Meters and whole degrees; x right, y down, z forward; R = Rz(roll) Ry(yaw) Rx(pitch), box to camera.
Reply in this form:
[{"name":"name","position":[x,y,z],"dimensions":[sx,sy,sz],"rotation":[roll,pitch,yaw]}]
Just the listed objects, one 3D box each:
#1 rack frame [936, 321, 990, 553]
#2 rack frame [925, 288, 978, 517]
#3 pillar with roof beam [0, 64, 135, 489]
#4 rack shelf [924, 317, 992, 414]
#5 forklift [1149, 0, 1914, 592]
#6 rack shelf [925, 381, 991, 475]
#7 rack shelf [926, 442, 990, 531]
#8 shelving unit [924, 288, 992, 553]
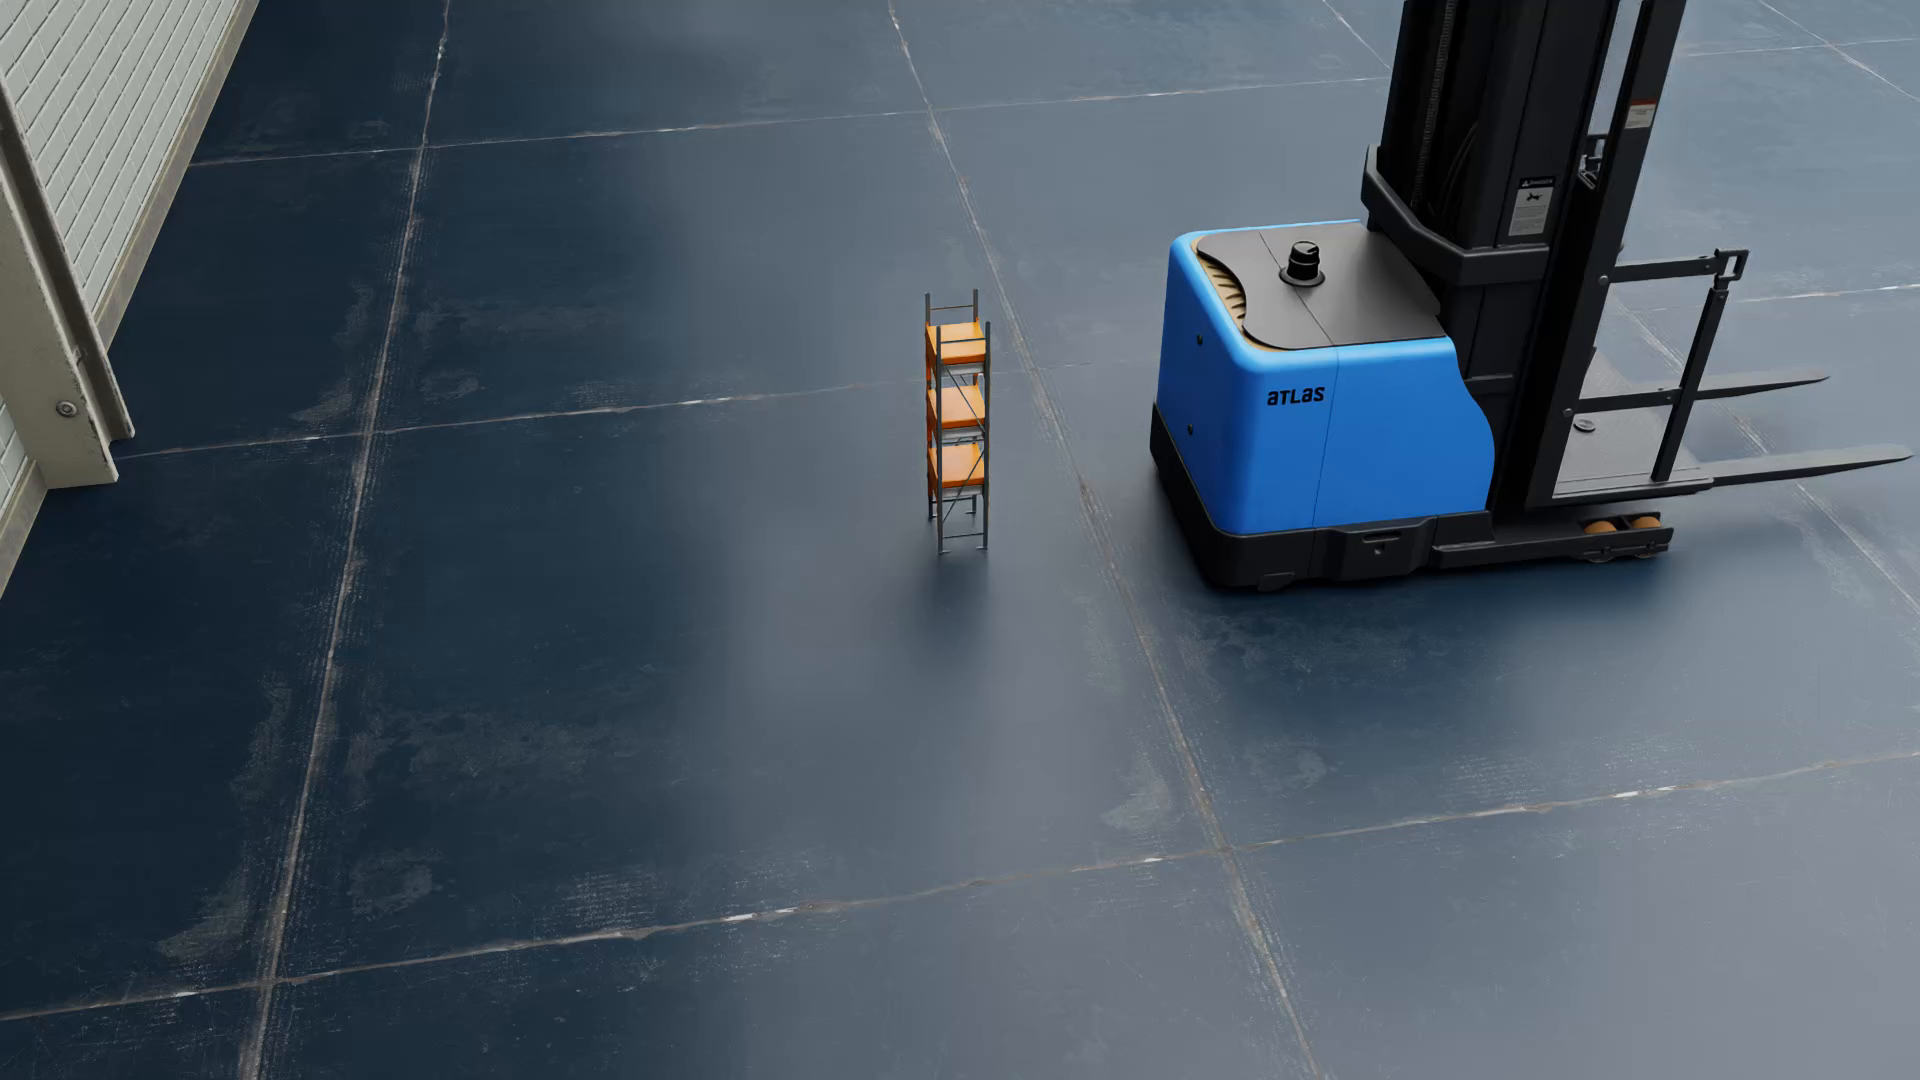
[{"name":"rack frame","position":[0.012,-0.373,6.375],"dimensions":[0.200,1.050,0.008],"rotation":[-6,38,-8]},{"name":"rack frame","position":[-0.031,-0.521,6.564],"dimensions":[0.200,1.050,0.008],"rotation":[-6,38,-8]},{"name":"pillar with roof beam","position":[0.465,-4.365,5.034],"dimensions":[9.100,9.000,0.400],"rotation":[-6,38,-8]},{"name":"rack shelf","position":[-0.009,-0.663,6.302],"dimensions":[0.215,0.259,0.240],"rotation":[-6,38,-8]},{"name":"forklift","position":[2.378,-1.381,6.139],"dimensions":[3.031,2.935,1.130],"rotation":[-6,38,-7]},{"name":"rack shelf","position":[-0.009,-0.439,6.476],"dimensions":[0.215,0.259,0.240],"rotation":[-6,38,-8]},{"name":"rack shelf","position":[-0.009,-0.219,6.647],"dimensions":[0.215,0.259,0.240],"rotation":[-6,38,-8]},{"name":"shelving unit","position":[-0.009,-0.447,6.470],"dimensions":[0.215,1.050,0.252],"rotation":[-6,38,-8]}]
